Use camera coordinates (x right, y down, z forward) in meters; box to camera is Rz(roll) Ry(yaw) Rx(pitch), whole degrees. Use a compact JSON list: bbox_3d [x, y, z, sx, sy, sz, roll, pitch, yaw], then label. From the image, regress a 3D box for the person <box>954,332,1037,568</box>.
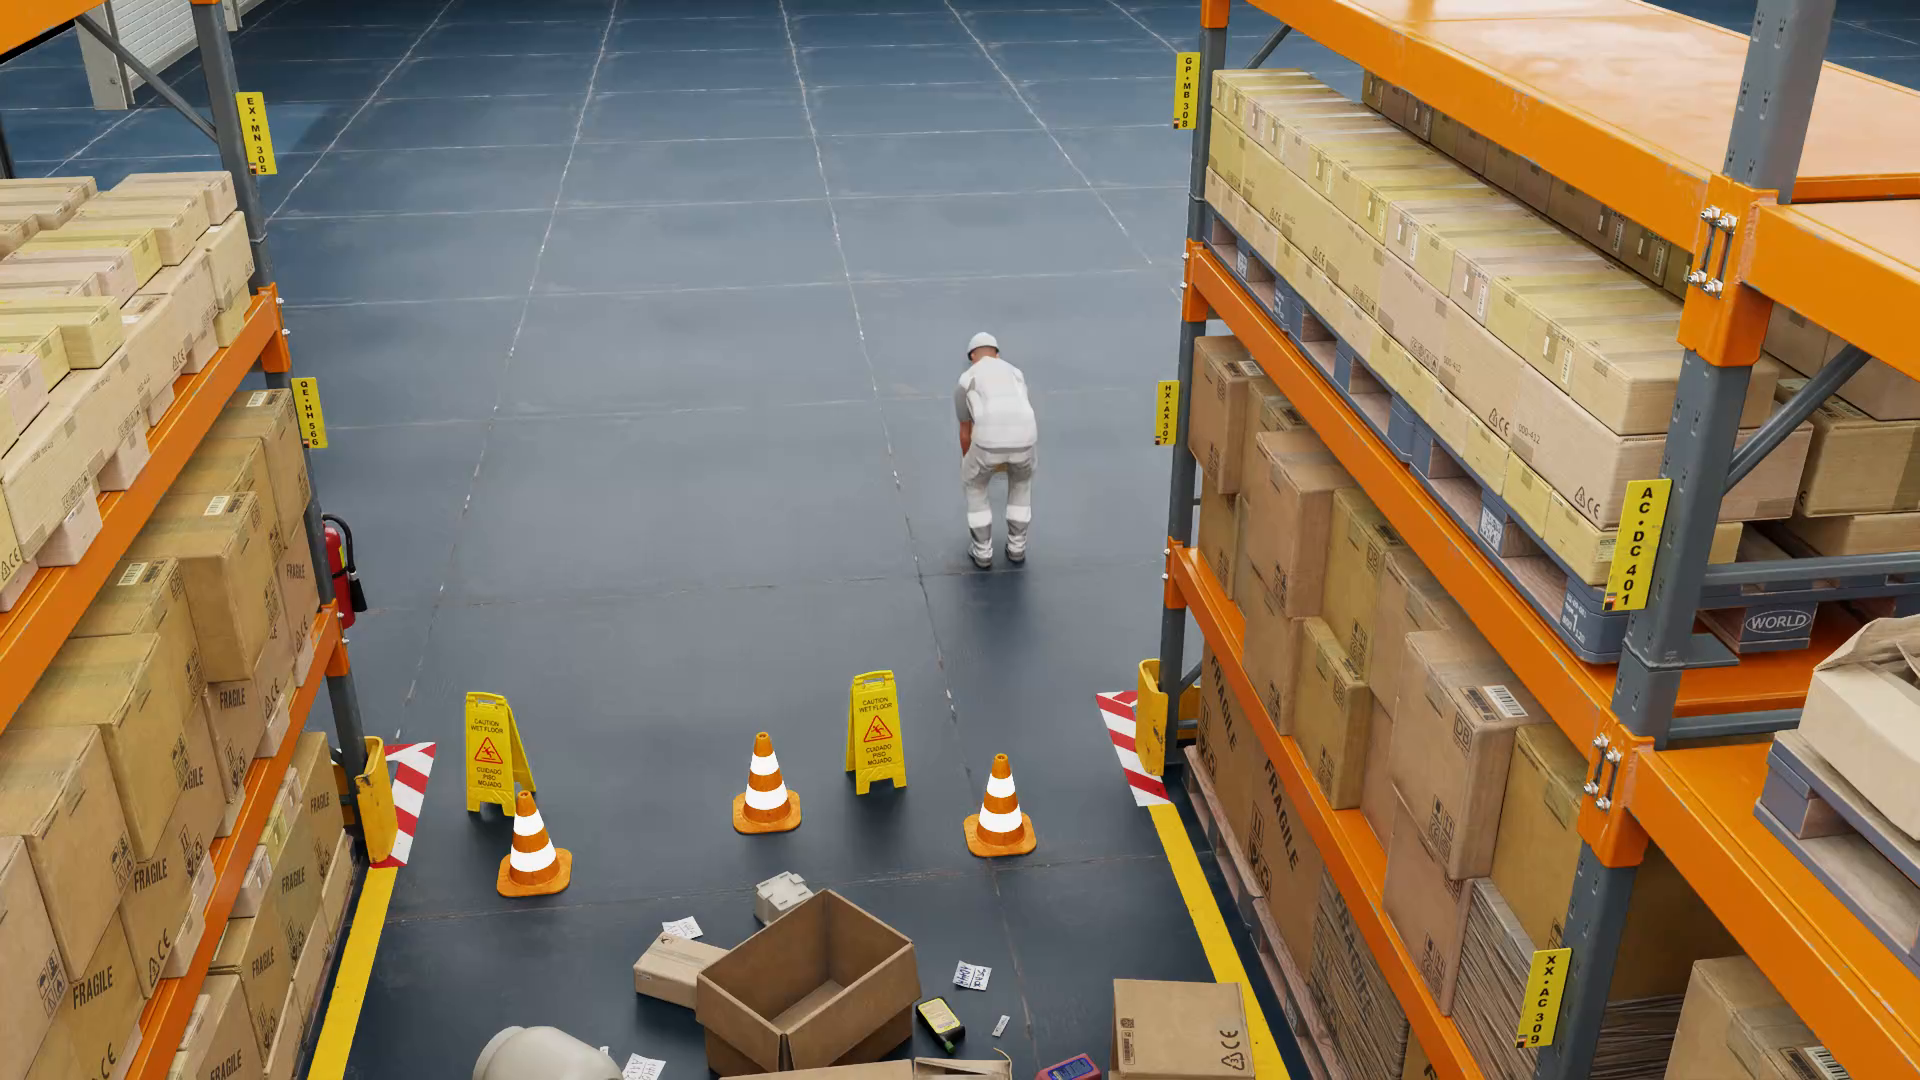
[{"bbox_3d":[0.221,-0.581,10.699,0.494,1.355,0.899,-4,27,-9],"label":"person"}]
